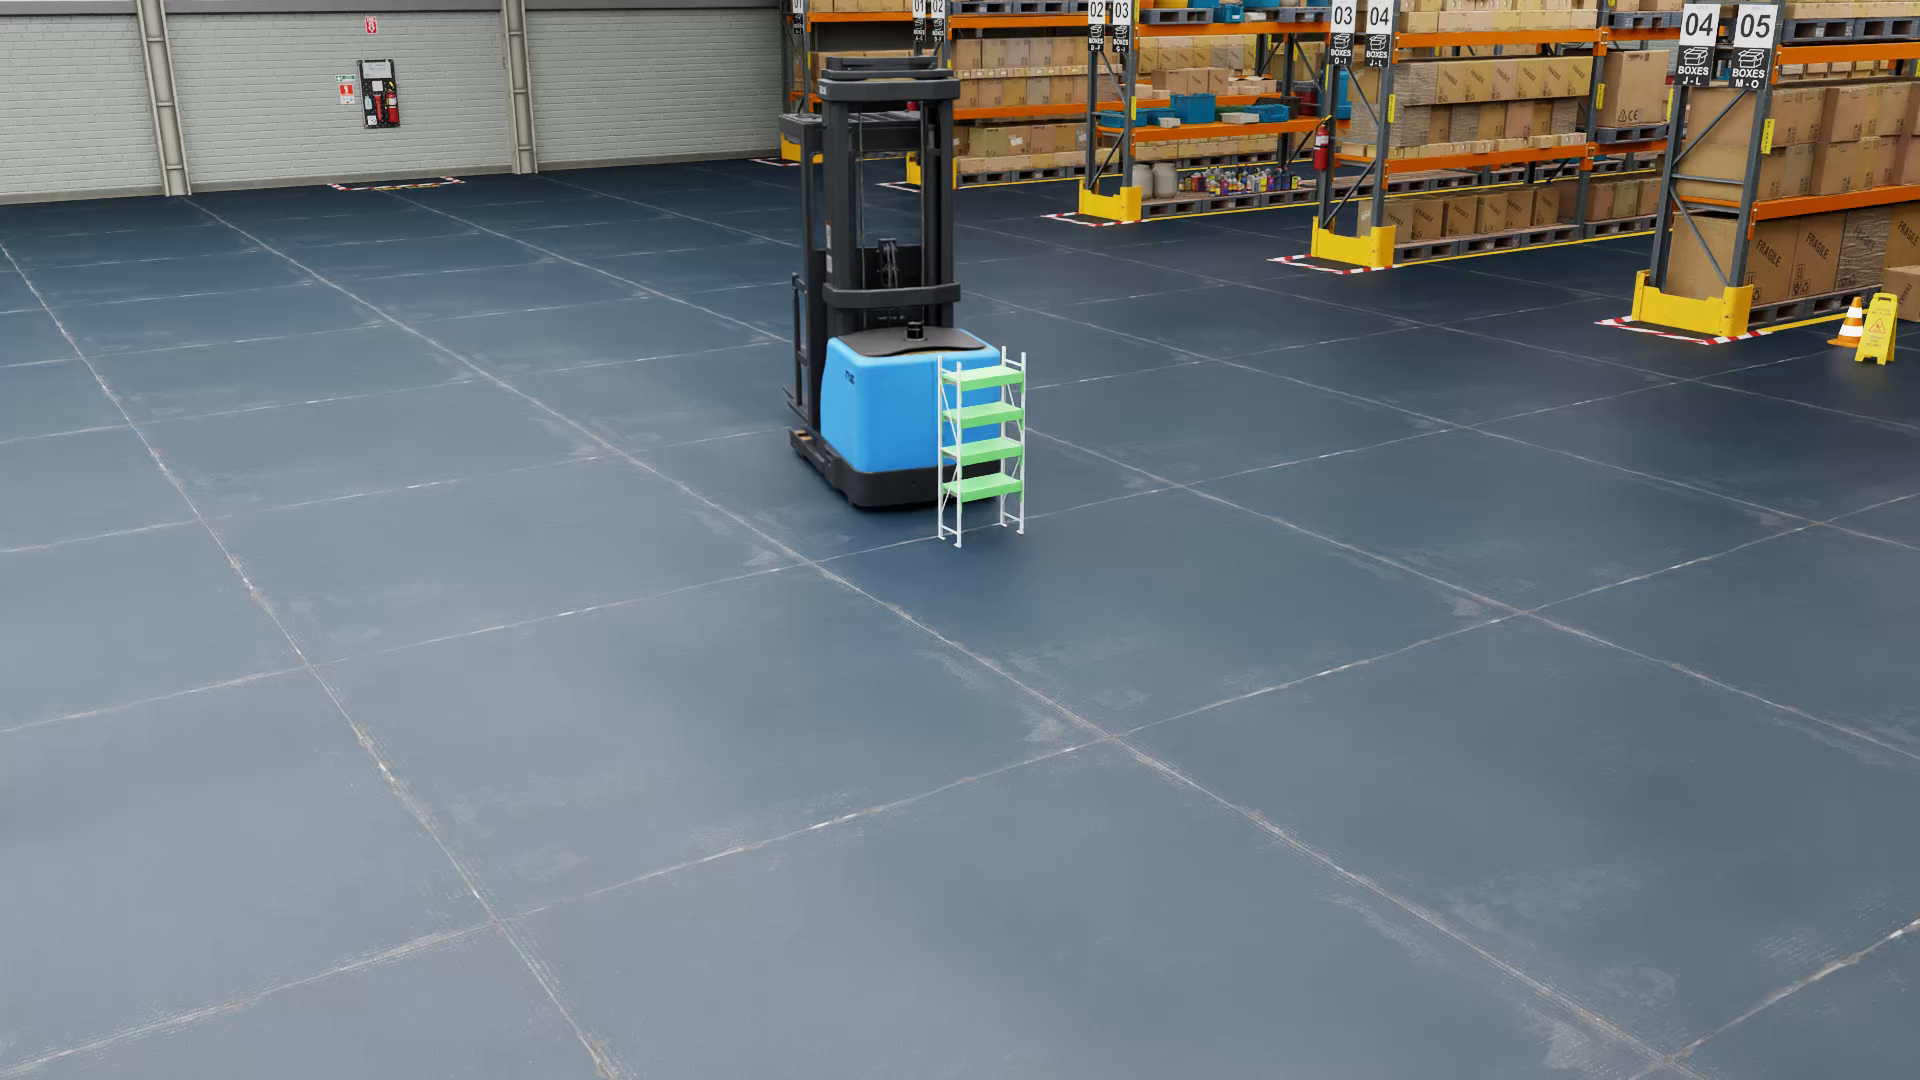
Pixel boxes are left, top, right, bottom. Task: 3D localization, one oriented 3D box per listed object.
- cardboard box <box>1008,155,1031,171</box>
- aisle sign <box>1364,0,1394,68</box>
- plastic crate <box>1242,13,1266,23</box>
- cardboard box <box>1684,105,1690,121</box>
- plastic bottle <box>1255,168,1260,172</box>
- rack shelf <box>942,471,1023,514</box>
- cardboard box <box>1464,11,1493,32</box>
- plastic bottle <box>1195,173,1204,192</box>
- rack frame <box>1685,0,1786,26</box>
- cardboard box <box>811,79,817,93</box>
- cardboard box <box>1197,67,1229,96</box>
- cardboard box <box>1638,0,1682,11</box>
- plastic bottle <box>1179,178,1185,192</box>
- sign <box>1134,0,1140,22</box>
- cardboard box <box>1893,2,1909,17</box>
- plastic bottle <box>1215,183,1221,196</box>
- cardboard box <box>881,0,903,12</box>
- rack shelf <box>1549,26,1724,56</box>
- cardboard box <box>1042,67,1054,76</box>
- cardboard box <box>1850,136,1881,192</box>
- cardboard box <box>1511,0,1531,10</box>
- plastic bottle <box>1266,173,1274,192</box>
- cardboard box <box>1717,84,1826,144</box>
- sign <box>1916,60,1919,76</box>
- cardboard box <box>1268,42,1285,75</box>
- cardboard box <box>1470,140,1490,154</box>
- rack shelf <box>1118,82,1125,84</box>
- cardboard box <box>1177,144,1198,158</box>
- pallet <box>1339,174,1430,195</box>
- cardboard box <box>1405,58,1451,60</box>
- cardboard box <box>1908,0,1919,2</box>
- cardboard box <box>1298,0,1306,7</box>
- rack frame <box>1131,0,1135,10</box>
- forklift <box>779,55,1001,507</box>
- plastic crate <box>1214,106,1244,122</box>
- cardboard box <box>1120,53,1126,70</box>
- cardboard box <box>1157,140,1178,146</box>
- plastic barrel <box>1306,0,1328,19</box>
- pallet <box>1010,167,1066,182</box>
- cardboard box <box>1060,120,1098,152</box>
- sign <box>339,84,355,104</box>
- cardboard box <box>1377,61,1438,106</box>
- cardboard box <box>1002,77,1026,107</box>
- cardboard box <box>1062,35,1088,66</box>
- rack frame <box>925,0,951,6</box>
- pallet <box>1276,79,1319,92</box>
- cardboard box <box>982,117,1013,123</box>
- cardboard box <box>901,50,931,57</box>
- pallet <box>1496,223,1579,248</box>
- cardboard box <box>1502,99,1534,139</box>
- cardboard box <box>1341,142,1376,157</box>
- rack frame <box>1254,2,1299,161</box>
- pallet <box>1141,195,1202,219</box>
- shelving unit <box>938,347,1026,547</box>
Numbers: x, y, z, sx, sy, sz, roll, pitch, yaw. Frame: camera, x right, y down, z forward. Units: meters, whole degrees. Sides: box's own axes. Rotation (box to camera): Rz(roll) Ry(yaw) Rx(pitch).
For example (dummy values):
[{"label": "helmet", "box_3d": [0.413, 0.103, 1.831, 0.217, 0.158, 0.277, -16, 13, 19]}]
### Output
[{"label": "cardboard box", "box_3d": [0.920, -6.758, 29.689, 0.500, 0.250, 0.500, -12, 22, -31]}, {"label": "aisle sign", "box_3d": [5.075, -6.140, 20.163, 0.004, 0.787, 0.394, -12, 22, -31]}, {"label": "plastic crate", "box_3d": [4.460, -7.934, 25.258, 0.396, 0.136, 0.243, -12, 22, -31]}, {"label": "cardboard box", "box_3d": [10.399, -6.178, 23.889, 0.258, 0.266, 0.396, -13, 22, -33]}, {"label": "plastic bottle", "box_3d": [4.816, -5.944, 27.209, 0.135, 0.276, 0.152, -11, 22, -29]}, {"label": "rack shelf", "box_3d": [0.138, -0.310, 10.736, 0.480, 0.148, 0.258, -12, 22, -31]}, {"label": "cardboard box", "box_3d": [6.350, -6.544, 20.968, 0.500, 0.250, 0.500, -12, 22, -32]}, {"label": "plastic bottle", "box_3d": [3.815, -5.695, 26.462, 0.133, 0.283, 0.061, -12, 22, -31]}, {"label": "rack frame", "box_3d": [7.605, -6.497, 15.912, 0.127, 3.000, 1.000, -12, 22, -31]}, {"label": "cardboard box", "box_3d": [-2.629, -8.914, 32.630, 0.500, 0.250, 0.500, -13, 22, -33]}, {"label": "cardboard box", "box_3d": [4.806, -8.806, 31.954, 0.500, 0.500, 0.500, -13, 23, -34]}, {"label": "cardboard box", "box_3d": [9.536, -7.595, 23.027, 0.637, 0.503, 0.797, -11, 22, -29]}, {"label": "plastic bottle", "box_3d": [3.531, -5.648, 26.449, 0.097, 0.201, 0.097, 0, 19, 0]}, {"label": "sign", "box_3d": [2.537, -7.602, 23.849, 0.005, 0.325, 0.100, -12, 22, -31]}, {"label": "cardboard box", "box_3d": [9.544, -5.489, 17.194, 0.250, 0.149, 0.380, -12, 22, -32]}, {"label": "plastic bottle", "box_3d": [4.010, -5.461, 25.898, 0.097, 0.201, 0.097, 0, 19, 0]}, {"label": "cardboard box", "box_3d": [-1.459, -10.722, 32.904, 0.500, 0.500, 0.500, -10, 21, -28]}, {"label": "rack shelf", "box_3d": [9.973, -7.136, 23.610, 4.000, 0.370, 1.077, -12, 22, -31]}, {"label": "cardboard box", "box_3d": [1.467, -8.333, 29.541, 0.250, 0.149, 0.380, -11, 22, -30]}, {"label": "cardboard box", "box_3d": [9.294, -4.076, 17.883, 0.500, 0.550, 0.875, -12, 22, -31]}, {"label": "cardboard box", "box_3d": [7.092, -6.875, 21.324, 0.250, 0.149, 0.380, -11, 21, -29]}, {"label": "plastic bottle", "box_3d": [4.926, -5.686, 26.435, 0.133, 0.283, 0.061, -10, 21, -28]}, {"label": "cardboard box", "box_3d": [8.345, -4.414, 17.198, 0.550, 0.550, 0.875, -12, 22, -31]}, {"label": "sign", "box_3d": [15.291, -7.481, 26.504, 0.005, 0.325, 0.100, -12, 22, -31]}, {"label": "cardboard box", "box_3d": [7.273, -11.321, 39.080, 0.700, 0.700, 0.980, -12, 22, -31]}, {"label": "cardboard box", "box_3d": [6.637, -5.105, 21.554, 0.250, 0.149, 0.380, -12, 22, -31]}, {"label": "rack shelf", "box_3d": [1.800, -9.690, 35.848, 4.000, 0.370, 1.077, -12, 22, -31]}, {"label": "cardboard box", "box_3d": [4.189, -7.437, 31.698, 0.500, 0.250, 0.500, -13, 22, -33]}, {"label": "pallet", "box_3d": [7.233, -6.073, 28.378, 1.213, 0.211, 1.003, -12, 22, -31]}, {"label": "cardboard box", "box_3d": [6.119, -6.001, 21.631, 0.500, 0.500, 0.500, -12, 22, -31]}, {"label": "cardboard box", "box_3d": [9.835, -5.765, 17.387, 0.500, 0.250, 0.500, -12, 22, -32]}, {"label": "cardboard box", "box_3d": [6.544, -10.613, 32.615, 0.500, 0.500, 0.910, -12, 22, -31]}, {"label": "rack frame", "box_3d": [2.238, -9.166, 23.807, 0.127, 3.000, 1.000, -12, 22, -31]}, {"label": "forklift", "box_3d": [-0.668, -2.045, 12.217, 1.130, 2.935, 3.031, -6, 20, -18]}, {"label": "plastic crate", "box_3d": [4.290, -6.765, 26.402, 0.662, 0.188, 0.450, -12, 22, -31]}, {"label": "cardboard box", "box_3d": [3.720, -10.735, 37.162, 0.500, 0.500, 0.500, -12, 22, -31]}, {"label": "cardboard box", "box_3d": [3.761, -7.609, 31.331, 0.500, 0.311, 0.500, -12, 22, -32]}, {"label": "plastic barrel", "box_3d": [5.884, -8.835, 26.728, 0.708, 0.901, 0.600, -12, 22, -31]}, {"label": "pallet", "box_3d": [1.150, -6.688, 30.199, 1.213, 0.211, 1.003, -12, 22, -31]}, {"label": "cardboard box", "box_3d": [2.166, -7.381, 30.360, 0.500, 0.500, 0.500, -12, 22, -31]}, {"label": "sign", "box_3d": [-10.716, -7.794, 29.060, 0.234, 0.329, 0.001, -12, 22, -31]}, {"label": "cardboard box", "box_3d": [5.571, -5.685, 20.696, 0.500, 0.500, 0.500, -12, 22, -31]}, {"label": "cardboard box", "box_3d": [0.767, -7.956, 29.438, 0.500, 0.500, 0.700, -12, 22, -31]}, {"label": "cardboard box", "box_3d": [2.069, -8.847, 30.049, 0.500, 0.500, 0.700, -12, 22, -32]}, {"label": "rack frame", "box_3d": [-0.483, -10.492, 27.728, 0.127, 3.000, 1.000, -12, 22, -31]}, {"label": "pallet", "box_3d": [6.726, -9.106, 33.297, 1.003, 0.211, 1.213, -12, 22, -31]}, {"label": "cardboard box", "box_3d": [0.735, -8.837, 35.417, 0.500, 0.500, 0.700, -11, 22, -30]}, {"label": "cardboard box", "box_3d": [-0.935, -9.631, 33.582, 0.500, 0.500, 0.500, -13, 22, -33]}, {"label": "pallet", "box_3d": [7.761, -4.255, 23.002, 1.213, 0.211, 1.003, -12, 22, -31]}, {"label": "cardboard box", "box_3d": [7.094, -5.636, 22.111, 0.500, 0.500, 0.875, -12, 22, -31]}, {"label": "cardboard box", "box_3d": [5.086, -4.986, 21.201, 0.250, 0.149, 0.380, -12, 22, -31]}, {"label": "rack frame", "box_3d": [6.198, -9.059, 32.857, 0.127, 3.000, 1.000, -12, 22, -31]}, {"label": "pallet", "box_3d": [2.957, -5.171, 25.710, 1.213, 0.211, 1.003, -12, 22, -31]}, {"label": "shelving unit", "box_3d": [0.138, -0.598, 10.639, 0.503, 1.200, 0.258, -12, 22, -31]}]
